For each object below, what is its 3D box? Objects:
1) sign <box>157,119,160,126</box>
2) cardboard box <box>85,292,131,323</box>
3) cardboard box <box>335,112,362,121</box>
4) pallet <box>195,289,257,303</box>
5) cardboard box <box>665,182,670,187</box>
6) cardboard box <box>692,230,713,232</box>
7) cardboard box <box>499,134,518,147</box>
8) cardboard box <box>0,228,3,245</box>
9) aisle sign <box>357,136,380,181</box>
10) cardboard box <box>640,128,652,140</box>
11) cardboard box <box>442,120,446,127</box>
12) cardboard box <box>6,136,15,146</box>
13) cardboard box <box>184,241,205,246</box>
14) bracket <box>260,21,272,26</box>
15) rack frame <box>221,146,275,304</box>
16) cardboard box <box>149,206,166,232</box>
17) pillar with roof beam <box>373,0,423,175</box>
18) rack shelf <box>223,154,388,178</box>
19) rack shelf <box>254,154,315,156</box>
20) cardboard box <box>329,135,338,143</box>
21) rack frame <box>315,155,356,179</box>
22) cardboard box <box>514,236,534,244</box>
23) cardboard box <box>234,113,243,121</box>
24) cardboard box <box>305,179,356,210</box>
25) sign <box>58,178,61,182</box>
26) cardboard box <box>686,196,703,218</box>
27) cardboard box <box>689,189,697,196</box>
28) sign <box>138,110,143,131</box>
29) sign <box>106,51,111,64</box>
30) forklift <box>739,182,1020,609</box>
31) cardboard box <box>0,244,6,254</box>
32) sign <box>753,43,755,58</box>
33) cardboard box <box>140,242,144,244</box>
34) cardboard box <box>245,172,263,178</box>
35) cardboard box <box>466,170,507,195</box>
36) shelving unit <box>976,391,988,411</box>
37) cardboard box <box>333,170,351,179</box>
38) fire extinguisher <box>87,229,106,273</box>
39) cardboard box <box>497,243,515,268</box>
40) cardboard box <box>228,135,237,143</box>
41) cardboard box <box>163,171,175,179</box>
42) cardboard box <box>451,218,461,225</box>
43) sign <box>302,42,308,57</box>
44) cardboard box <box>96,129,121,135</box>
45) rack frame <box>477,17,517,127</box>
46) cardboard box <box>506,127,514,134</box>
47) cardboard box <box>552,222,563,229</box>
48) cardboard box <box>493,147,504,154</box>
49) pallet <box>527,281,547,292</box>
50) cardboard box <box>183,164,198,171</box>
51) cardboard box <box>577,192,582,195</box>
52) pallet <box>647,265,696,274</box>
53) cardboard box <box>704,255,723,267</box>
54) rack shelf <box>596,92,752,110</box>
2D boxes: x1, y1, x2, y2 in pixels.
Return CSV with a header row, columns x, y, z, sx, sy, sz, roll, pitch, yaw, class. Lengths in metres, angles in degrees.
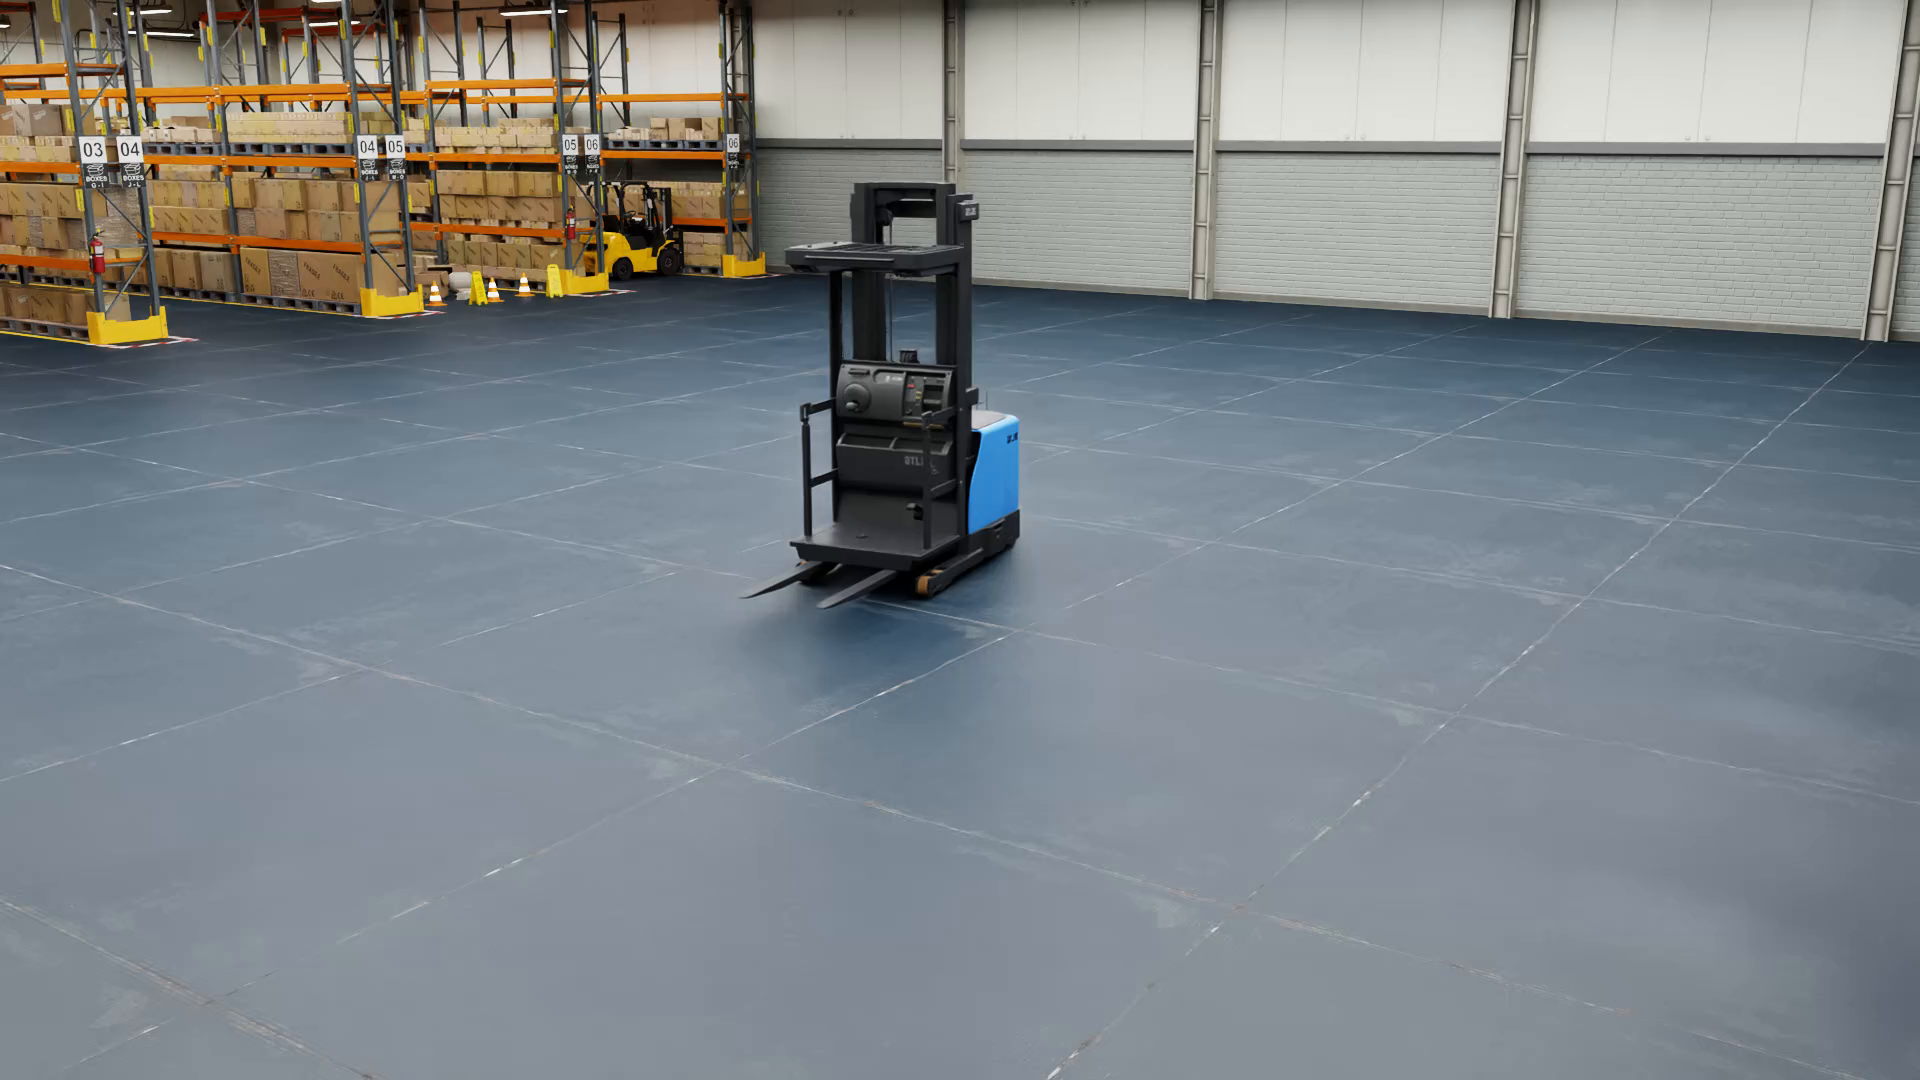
x,y,z,sx,sy,sz,roll,pitch,yaw,class
-20.773,-10.745,43.068,0.005,0.325,0.100,9,17,33,sign
-13.850,-3.747,27.047,0.500,0.500,0.500,13,19,43,cardboard box
-10.958,-7.596,29.806,0.250,0.149,0.380,9,17,33,cardboard box
-14.491,-4.917,33.245,1.213,0.211,1.003,9,17,33,pallet
-6.735,-8.354,39.152,0.250,0.149,0.380,9,17,34,cardboard box
-6.162,-7.228,39.547,0.500,0.250,0.500,9,17,32,cardboard box
-9.236,-8.325,34.660,0.500,0.250,0.500,10,17,34,cardboard box
-15.927,-5.252,27.972,0.500,0.500,0.875,9,17,33,cardboard box
-10.598,-6.838,29.793,0.004,0.787,0.394,9,17,33,aisle sign
-7.301,-9.556,39.139,0.258,0.266,0.396,9,16,31,cardboard box
-11.810,-9.235,37.043,0.500,0.250,0.500,9,16,32,cardboard box
-15.227,-6.483,27.010,0.250,0.149,0.380,10,17,34,cardboard box
-18.972,-7.441,42.097,0.875,0.438,0.875,9,16,31,cardboard box
-19.908,-14.856,47.618,0.430,0.232,0.235,9,17,33,bracket
-13.809,-6.182,32.553,0.127,3.000,1.000,9,17,33,rack frame
-16.064,-6.517,33.700,0.500,0.500,0.500,9,17,33,cardboard box
-17.478,-11.572,41.843,0.548,9.000,9.100,9,17,33,pillar with roof beam
-12.149,-7.020,31.195,4.000,0.370,1.077,9,17,33,rack shelf
-16.108,-9.094,39.571,4.000,0.370,1.077,9,17,33,rack shelf
-11.163,-7.243,30.037,0.250,0.149,0.380,9,17,33,cardboard box
-14.449,-7.719,38.761,0.127,3.000,1.000,9,17,33,rack frame
-9.170,-6.319,35.047,0.250,0.149,0.380,10,17,34,cardboard box
-13.484,-8.005,31.456,0.250,0.149,0.380,9,17,32,cardboard box
-11.672,-6.457,31.107,0.550,0.550,0.875,9,17,33,cardboard box
-20.140,-7.928,37.196,0.005,0.325,0.100,9,17,33,sign
-6.024,-7.770,38.759,0.500,0.500,0.500,10,17,35,cardboard box
-6.097,-8.101,38.747,0.250,0.149,0.380,9,17,32,cardboard box
-13.039,-6.658,26.417,0.005,0.325,0.100,9,17,33,sign
-21.402,-12.124,41.800,0.005,0.325,0.100,9,17,33,sign
-0.579,-1.117,12.237,1.130,2.935,3.031,6,15,24,forklift
-15.830,-4.858,27.728,0.250,0.149,0.380,9,17,33,cardboard box
-4.729,-11.188,38.019,0.005,0.325,0.100,9,17,33,sign
-17.565,-6.213,35.448,0.500,0.250,0.500,8,16,30,cardboard box
-16.711,-8.542,39.799,0.500,0.500,0.500,9,16,31,cardboard box
-10.073,-7.613,35.425,0.500,0.500,0.700,9,16,32,cardboard box
0.099,-0.641,13.915,0.189,1.200,0.258,6,15,22,shelving unit
-16.849,-9.902,45.712,0.500,0.500,0.500,10,17,34,cardboard box
-13.504,-4.525,26.021,0.183,0.674,0.296,9,17,33,fire extinguisher
-9.471,-6.073,35.400,0.500,0.500,0.500,9,16,32,cardboard box
-13.696,-7.652,31.689,0.250,0.149,0.380,9,16,32,cardboard box
-19.569,-9.002,41.657,0.500,0.500,0.500,9,17,33,cardboard box
-10.809,-6.931,36.101,0.250,0.149,0.380,10,17,34,cardboard box
-14.756,-11.050,37.460,0.005,0.325,0.100,9,17,33,sign
-17.743,-8.249,34.452,0.500,0.500,0.500,9,17,33,cardboard box
-11.682,-11.621,42.041,0.127,3.000,1.000,9,17,33,rack frame
-9.254,-8.545,34.721,0.250,0.149,0.380,9,16,31,cardboard box
-8.240,-6.531,34.488,0.250,0.149,0.380,10,17,35,cardboard box
-9.562,-8.169,34.861,0.250,0.149,0.380,9,16,32,cardboard box
-8.528,-5.418,35.272,1.213,0.211,1.003,9,17,33,pallet
-19.009,-9.231,41.231,0.250,0.149,0.380,9,17,32,cardboard box
-9.344,-8.425,40.885,0.500,0.250,0.500,9,16,31,cardboard box
-6.710,-6.540,39.805,1.213,0.211,1.003,9,17,33,pallet
-5.610,-6.505,38.707,0.500,0.250,0.500,9,17,33,cardboard box
-6.703,-10.273,38.925,4.000,0.370,1.077,9,17,33,rack shelf
